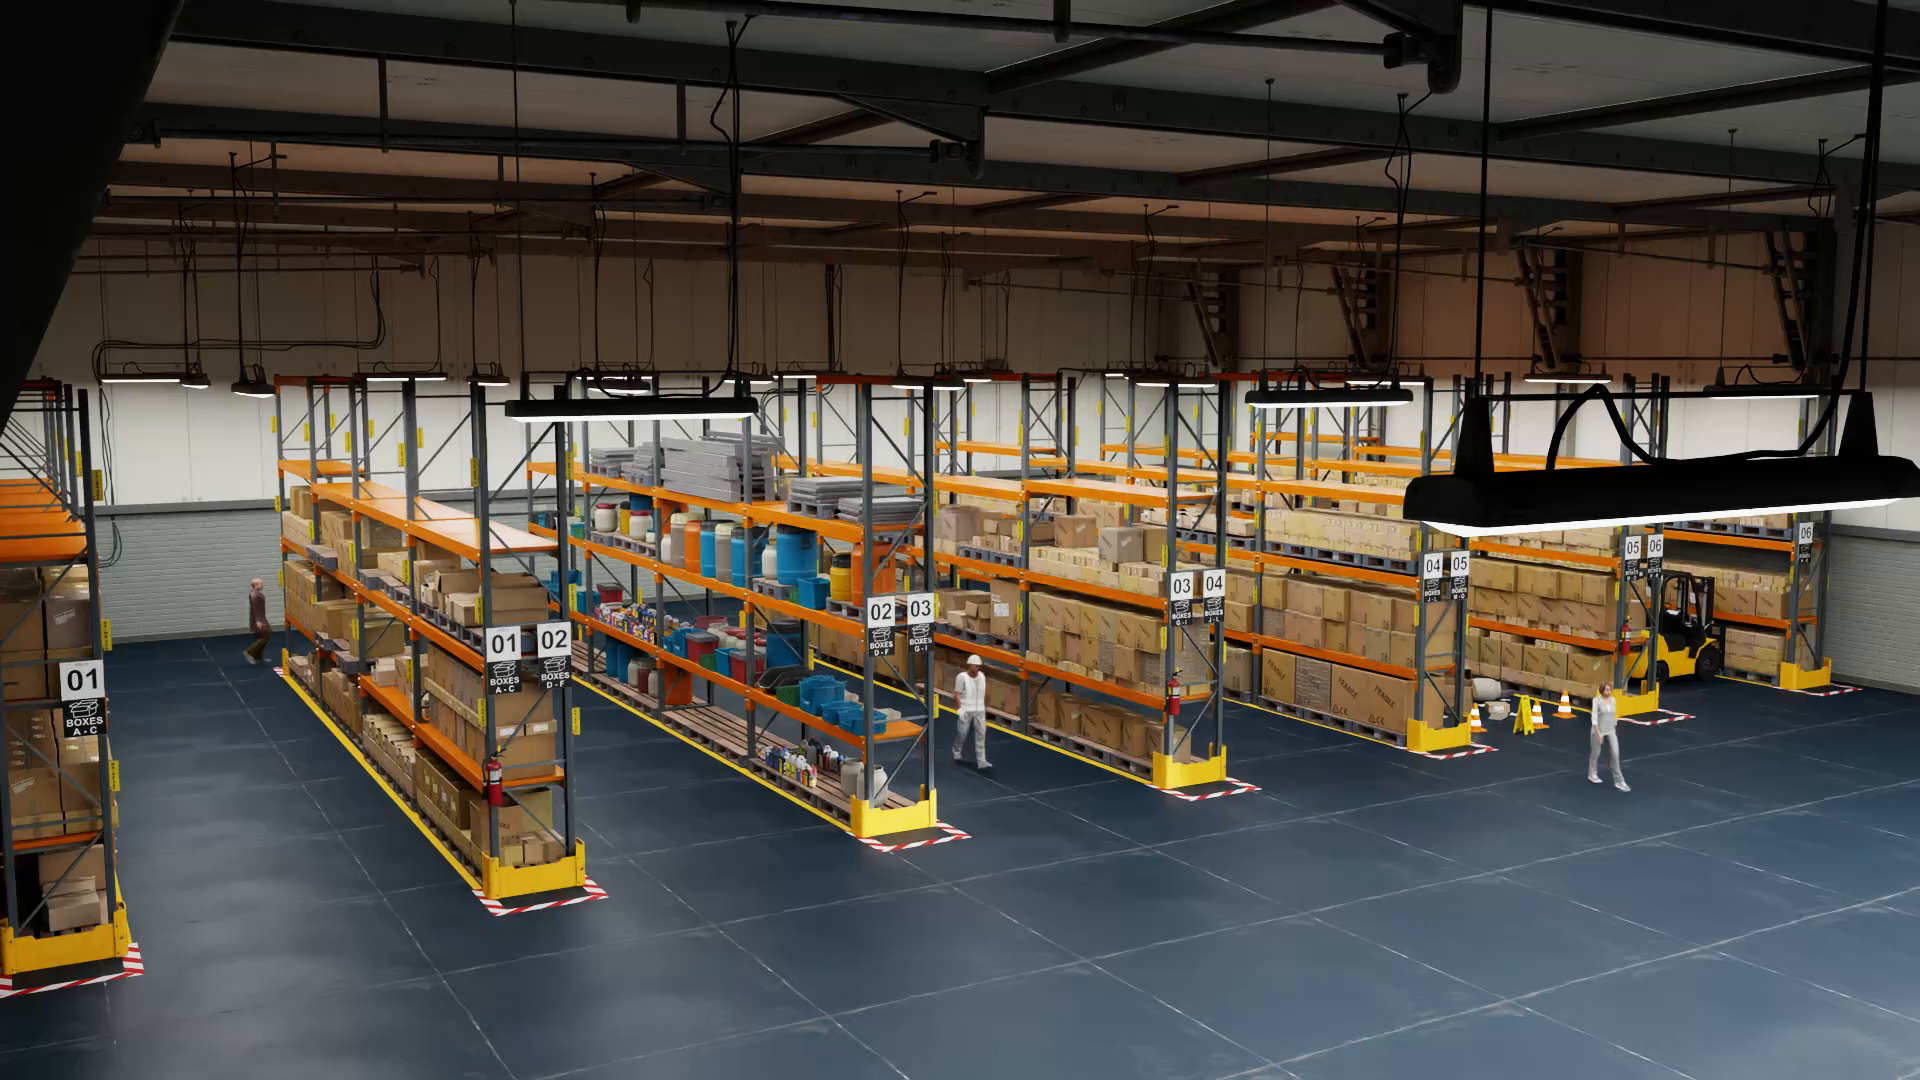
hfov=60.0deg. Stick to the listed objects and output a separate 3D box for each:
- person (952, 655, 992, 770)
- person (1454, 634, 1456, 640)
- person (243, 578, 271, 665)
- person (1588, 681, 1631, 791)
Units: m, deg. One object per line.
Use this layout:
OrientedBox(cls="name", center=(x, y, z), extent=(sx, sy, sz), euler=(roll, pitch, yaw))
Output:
OrientedBox(cls="person", center=(0.221, 2.658, 25.762), extent=(0.665, 1.745, 0.995), euler=(-4, 7, -33))
OrientedBox(cls="person", center=(10.392, 1.563, 35.543), extent=(0.573, 1.787, 0.551), euler=(-4, 7, -31))
OrientedBox(cls="person", center=(-14.521, 1.679, 34.271), extent=(0.566, 1.777, 0.605), euler=(-4, 7, -30))
OrientedBox(cls="person", center=(9.519, 2.858, 24.483), extent=(0.448, 1.563, 0.856), euler=(0, 6, -1))
